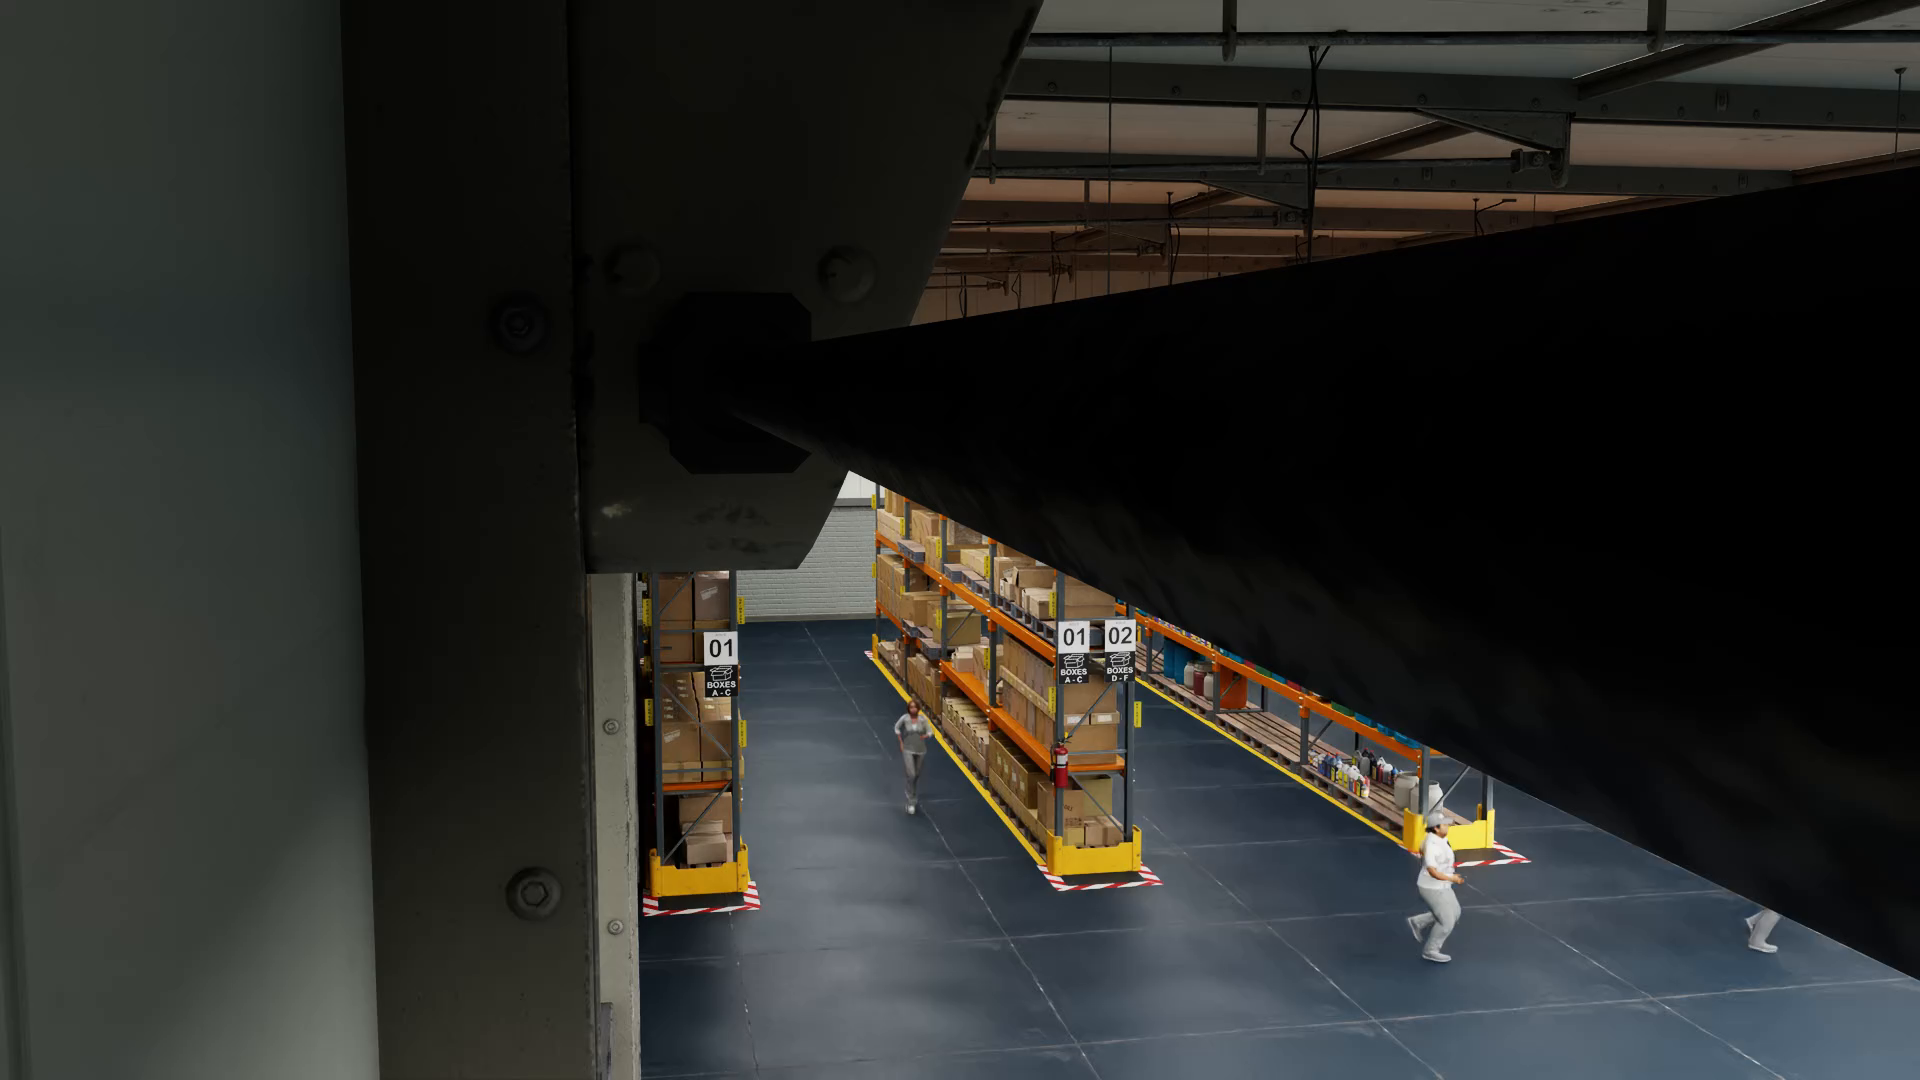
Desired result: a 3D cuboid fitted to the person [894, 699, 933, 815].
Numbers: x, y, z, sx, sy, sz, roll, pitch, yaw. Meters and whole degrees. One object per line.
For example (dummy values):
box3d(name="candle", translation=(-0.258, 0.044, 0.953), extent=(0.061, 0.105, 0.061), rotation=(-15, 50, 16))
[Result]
box3d(name="person", translation=(-0.657, 3.090, 23.955), extent=(0.529, 1.649, 0.716), rotation=(-1, 6, -13))

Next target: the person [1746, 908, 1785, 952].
box3d(name="person", translation=(8.878, 3.656, 18.028), extent=(0.559, 1.663, 0.559), rotation=(1, 6, 14))

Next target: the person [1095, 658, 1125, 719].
box3d(name="person", translation=(2.639, 2.250, 28.538), extent=(0.678, 1.742, 0.561), rotation=(-2, 6, -17))

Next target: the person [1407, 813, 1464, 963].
box3d(name="person", translation=(5.087, 3.706, 17.782), extent=(0.581, 1.614, 0.609), rotation=(2, 6, 19))
